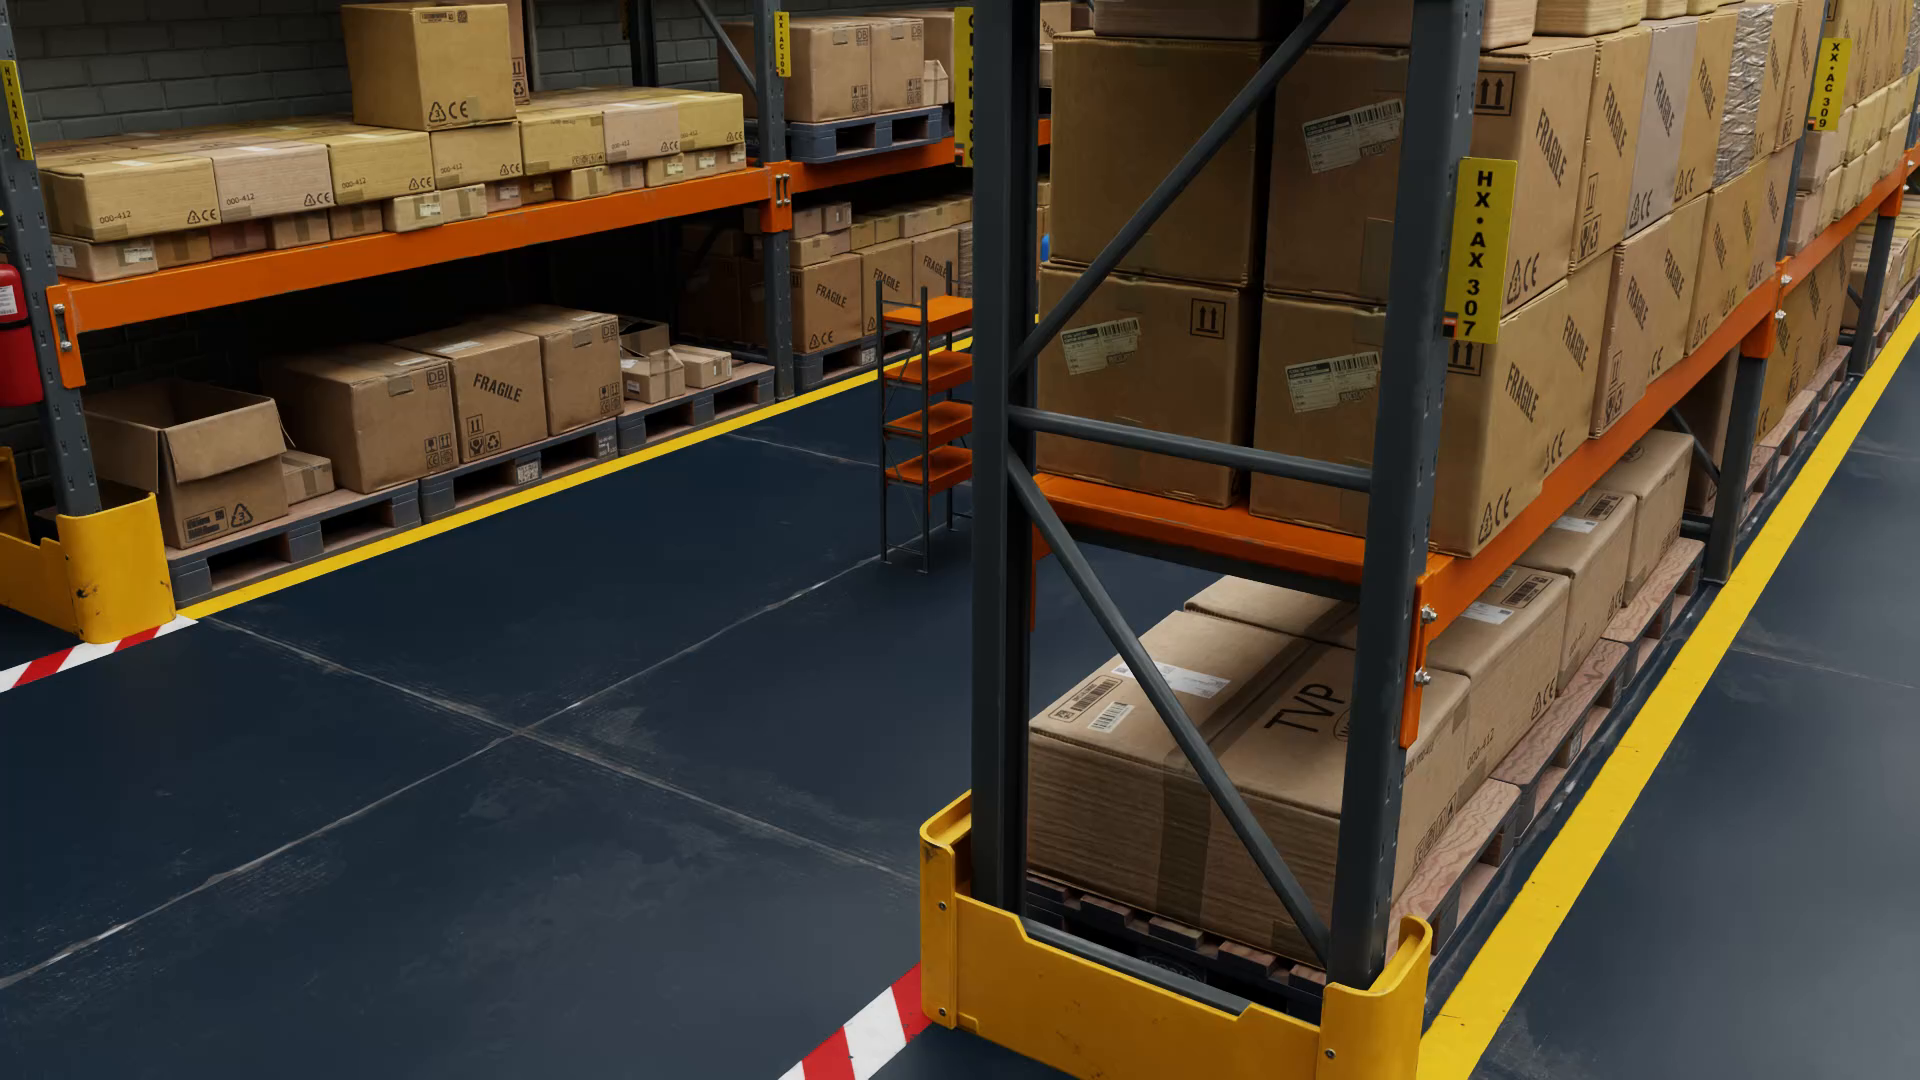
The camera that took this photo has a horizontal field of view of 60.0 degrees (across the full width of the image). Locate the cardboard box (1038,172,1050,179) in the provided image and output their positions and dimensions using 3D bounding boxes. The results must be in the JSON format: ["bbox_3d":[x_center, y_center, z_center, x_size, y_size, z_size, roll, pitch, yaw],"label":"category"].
[{"bbox_3d":[0.666,-2.498,11.758,0.380,0.149,0.250,12,23,29],"label":"cardboard box"}]

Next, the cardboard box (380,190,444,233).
[{"bbox_3d":[-2.458,-1.432,7.176,0.380,0.149,0.250,12,24,30],"label":"cardboard box"}]

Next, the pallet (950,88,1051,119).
[{"bbox_3d":[0.539,-3.147,11.725,1.213,0.211,1.003,13,24,32],"label":"pallet"}]

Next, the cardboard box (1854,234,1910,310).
[{"bbox_3d":[5.703,-1.816,11.033,0.950,0.372,0.625,13,24,31],"label":"cardboard box"}]

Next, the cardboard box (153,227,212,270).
[{"bbox_3d":[-3.119,-1.154,6.424,0.380,0.149,0.250,14,24,33],"label":"cardboard box"}]

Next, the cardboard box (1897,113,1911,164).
[{"bbox_3d":[4.900,-2.212,9.137,0.500,0.250,0.500,12,24,30],"label":"cardboard box"}]

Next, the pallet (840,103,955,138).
[{"bbox_3d":[-0.228,-2.796,10.777,1.003,0.211,1.213,13,24,32],"label":"pallet"}]

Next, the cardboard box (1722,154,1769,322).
[{"bbox_3d":[2.387,-1.045,5.623,0.500,0.500,0.500,13,24,31],"label":"cardboard box"}]

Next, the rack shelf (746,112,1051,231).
[{"bbox_3d":[-0.262,-2.534,10.828,1.077,0.370,4.000,13,24,32],"label":"rack shelf"}]

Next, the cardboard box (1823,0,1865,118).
[{"bbox_3d":[3.206,-1.916,6.536,0.500,0.500,0.500,14,24,32],"label":"cardboard box"}]

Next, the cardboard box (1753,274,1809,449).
[{"bbox_3d":[3.504,-0.985,8.061,0.875,0.875,0.875,14,25,33],"label":"cardboard box"}]

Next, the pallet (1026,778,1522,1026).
[{"bbox_3d":[0.857,0.881,4.580,1.003,0.211,1.213,13,24,32],"label":"pallet"}]

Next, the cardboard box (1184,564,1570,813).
[{"bbox_3d":[1.268,0.349,5.085,0.875,0.438,0.875,14,25,33],"label":"cardboard box"}]

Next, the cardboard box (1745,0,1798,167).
[{"bbox_3d":[2.392,-1.513,5.446,0.500,0.500,0.500,13,24,31],"label":"cardboard box"}]

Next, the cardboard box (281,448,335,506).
[{"bbox_3d":[-2.942,-0.281,7.204,0.380,0.149,0.250,12,24,30],"label":"cardboard box"}]

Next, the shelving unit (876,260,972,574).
[{"bbox_3d":[-0.093,-0.515,6.928,0.258,1.200,0.503,13,24,32],"label":"shelving unit"}]

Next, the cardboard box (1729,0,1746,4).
[{"bbox_3d":[2.186,-1.721,5.073,0.380,0.149,0.250,13,24,31],"label":"cardboard box"}]

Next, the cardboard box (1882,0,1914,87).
[{"bbox_3d":[4.329,-2.504,8.126,0.500,0.500,0.500,13,24,32],"label":"cardboard box"}]

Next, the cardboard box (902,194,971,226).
[{"bbox_3d":[-0.155,-2.147,10.808,0.380,0.149,0.250,13,24,32],"label":"cardboard box"}]

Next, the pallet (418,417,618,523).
[{"bbox_3d":[-2.459,-0.441,8.153,1.003,0.211,1.213,13,24,32],"label":"pallet"}]

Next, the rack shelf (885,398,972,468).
[{"bbox_3d":[-0.093,-0.452,6.952,0.258,0.148,0.480,13,24,32],"label":"rack shelf"}]

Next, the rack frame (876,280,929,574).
[{"bbox_3d":[-0.230,-0.445,6.739,0.240,1.200,0.015,13,24,32],"label":"rack frame"}]

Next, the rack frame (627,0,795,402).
[{"bbox_3d":[-1.387,-2.297,9.151,1.000,3.000,0.127,13,24,32],"label":"rack frame"}]

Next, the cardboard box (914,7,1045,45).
[{"bbox_3d":[0.097,-3.186,10.800,0.797,0.503,0.637,13,24,31],"label":"cardboard box"}]

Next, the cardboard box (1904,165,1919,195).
[{"bbox_3d":[7.773,-3.001,13.332,0.500,0.500,0.500,15,25,34],"label":"cardboard box"}]

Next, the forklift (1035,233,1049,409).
[{"bbox_3d":[1.647,-2.227,9.060,1.130,2.935,3.031,14,24,32],"label":"forklift"}]

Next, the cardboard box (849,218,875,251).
[{"bbox_3d":[-0.738,-1.847,9.998,0.380,0.149,0.250,12,23,29],"label":"cardboard box"}]

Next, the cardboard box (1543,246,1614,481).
[{"bbox_3d":[1.241,-0.462,4.045,0.500,0.500,0.500,13,24,31],"label":"cardboard box"}]

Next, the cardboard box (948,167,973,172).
[{"bbox_3d":[0.139,-2.614,12.070,0.380,0.149,0.250,14,25,33],"label":"cardboard box"}]

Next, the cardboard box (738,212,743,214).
[{"bbox_3d":[-1.145,-1.936,10.237,0.380,0.149,0.250,14,24,32],"label":"cardboard box"}]

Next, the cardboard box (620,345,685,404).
[{"bbox_3d":[-1.658,-0.892,8.689,0.396,0.266,0.258,14,25,34],"label":"cardboard box"}]

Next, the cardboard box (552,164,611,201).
[{"bbox_3d":[-1.902,-1.732,7.985,0.380,0.149,0.250,13,24,31],"label":"cardboard box"}]

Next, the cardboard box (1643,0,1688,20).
[{"bbox_3d":[1.642,-1.420,4.259,0.380,0.149,0.250,14,24,32],"label":"cardboard box"}]

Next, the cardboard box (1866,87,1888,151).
[{"bbox_3d":[4.059,-2.006,7.859,0.500,0.250,0.500,12,24,30],"label":"cardboard box"}]

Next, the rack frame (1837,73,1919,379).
[{"bbox_3d":[4.969,-2.478,9.640,1.000,3.000,0.127,13,24,32],"label":"rack frame"}]

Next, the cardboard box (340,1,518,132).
[{"bbox_3d":[-2.314,-2.078,7.267,0.500,0.500,0.500,14,24,33],"label":"cardboard box"}]

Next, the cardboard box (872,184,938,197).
[{"bbox_3d":[-0.372,-2.303,11.231,0.380,0.149,0.250,13,24,32],"label":"cardboard box"}]

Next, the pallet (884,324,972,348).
[{"bbox_3d":[-0.276,-1.581,11.236,1.003,0.211,1.213,13,24,32],"label":"pallet"}]

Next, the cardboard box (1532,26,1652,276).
[{"bbox_3d":[1.262,-0.930,3.870,0.500,0.500,0.500,13,24,30],"label":"cardboard box"}]

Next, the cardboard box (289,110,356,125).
[{"bbox_3d":[-2.729,-1.841,7.706,0.500,0.250,0.500,13,24,32],"label":"cardboard box"}]

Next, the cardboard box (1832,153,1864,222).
[{"bbox_3d":[3.777,-1.627,7.557,0.500,0.250,0.500,13,24,31],"label":"cardboard box"}]

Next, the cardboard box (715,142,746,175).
[{"bbox_3d":[-1.357,-2.039,8.815,0.380,0.149,0.250,14,24,33],"label":"cardboard box"}]

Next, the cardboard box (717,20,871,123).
[{"bbox_3d":[-0.930,-2.636,9.319,0.700,0.500,0.500,14,24,33],"label":"cardboard box"}]

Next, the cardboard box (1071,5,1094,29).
[{"bbox_3d":[0.877,-3.929,12.483,0.380,0.149,0.250,14,25,34],"label":"cardboard box"}]

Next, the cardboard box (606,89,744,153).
[{"bbox_3d":[-1.471,-2.173,8.602,0.500,0.250,0.500,14,24,33],"label":"cardboard box"}]

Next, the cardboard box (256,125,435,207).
[{"bbox_3d":[-2.592,-1.587,7.019,0.500,0.250,0.500,13,24,31],"label":"cardboard box"}]

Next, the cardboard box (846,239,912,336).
[{"bbox_3d":[-0.637,-1.571,10.187,0.500,0.500,0.500,13,24,31],"label":"cardboard box"}]

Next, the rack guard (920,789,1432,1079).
[{"bbox_3d":[0.458,0.997,3.850,1.175,0.500,0.348,13,24,32],"label":"rack guard"}]

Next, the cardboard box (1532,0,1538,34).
[{"bbox_3d":[0.989,-1.140,3.502,0.380,0.149,0.250,14,24,33],"label":"cardboard box"}]

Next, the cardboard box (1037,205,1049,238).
[{"bbox_3d":[0.512,-2.165,11.791,0.500,0.500,0.500,13,24,31],"label":"cardboard box"}]

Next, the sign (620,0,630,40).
[{"bbox_3d":[-1.848,-2.947,9.240,0.100,0.325,0.005,13,24,32],"label":"sign"}]
